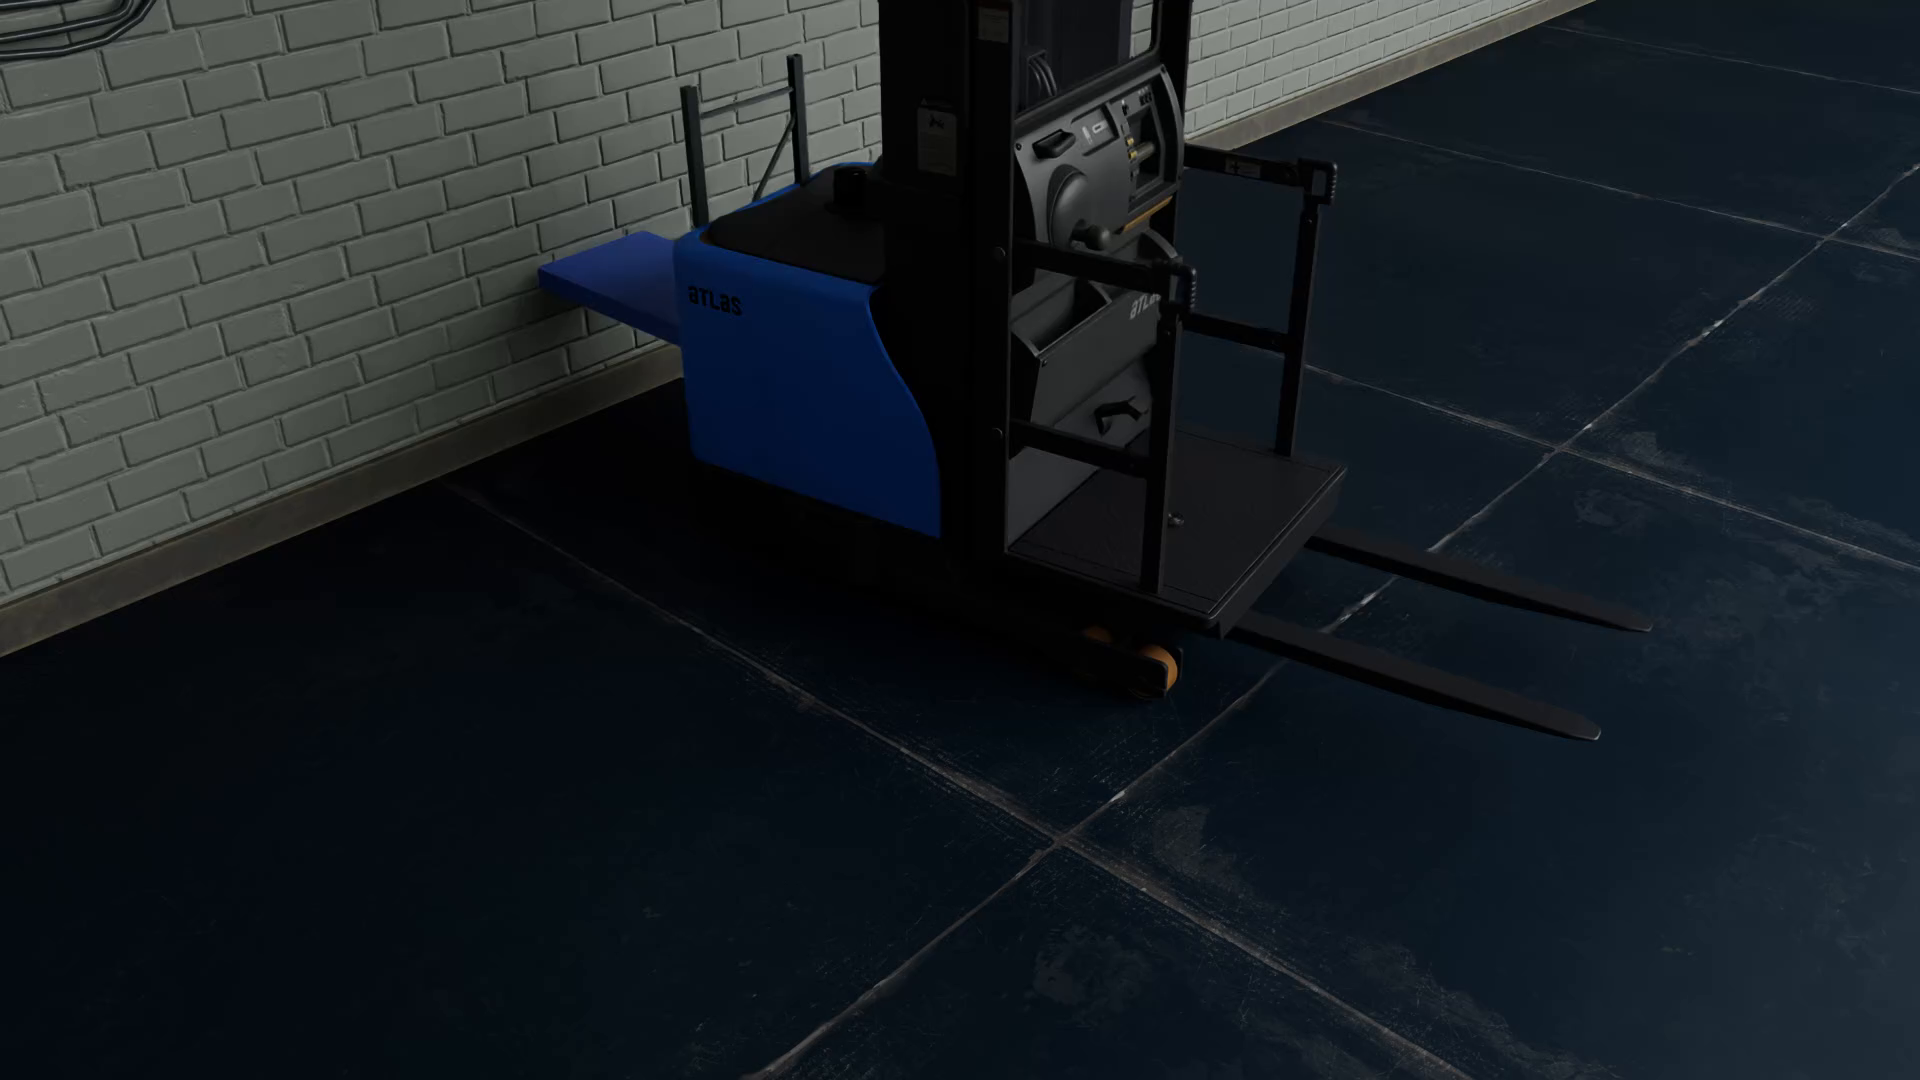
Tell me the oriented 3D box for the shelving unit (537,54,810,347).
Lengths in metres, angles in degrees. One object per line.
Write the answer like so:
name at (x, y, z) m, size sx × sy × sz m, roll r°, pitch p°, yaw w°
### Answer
shelving unit at (-1.067, -1.041, 6.021) m, size 1.048 × 1.500 × 0.538 m, roll 25°, pitch 40°, yaw 35°

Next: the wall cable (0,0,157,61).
wall cable at (-3.252, -1.981, 3.327) m, size 0.112 × 2.526 × 3.097 m, roll 25°, pitch 39°, yaw 35°

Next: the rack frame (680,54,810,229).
rack frame at (-0.688, -0.867, 5.730) m, size 0.032 × 1.500 × 0.500 m, roll 25°, pitch 40°, yaw 35°

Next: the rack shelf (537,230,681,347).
rack shelf at (-1.065, -0.888, 6.115) m, size 1.000 × 0.185 × 0.538 m, roll 25°, pitch 40°, yaw 35°

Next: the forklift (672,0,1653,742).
forklift at (0.590, -1.091, 4.721) m, size 3.031 × 2.935 × 1.130 m, roll 18°, pitch 35°, yaw 27°
